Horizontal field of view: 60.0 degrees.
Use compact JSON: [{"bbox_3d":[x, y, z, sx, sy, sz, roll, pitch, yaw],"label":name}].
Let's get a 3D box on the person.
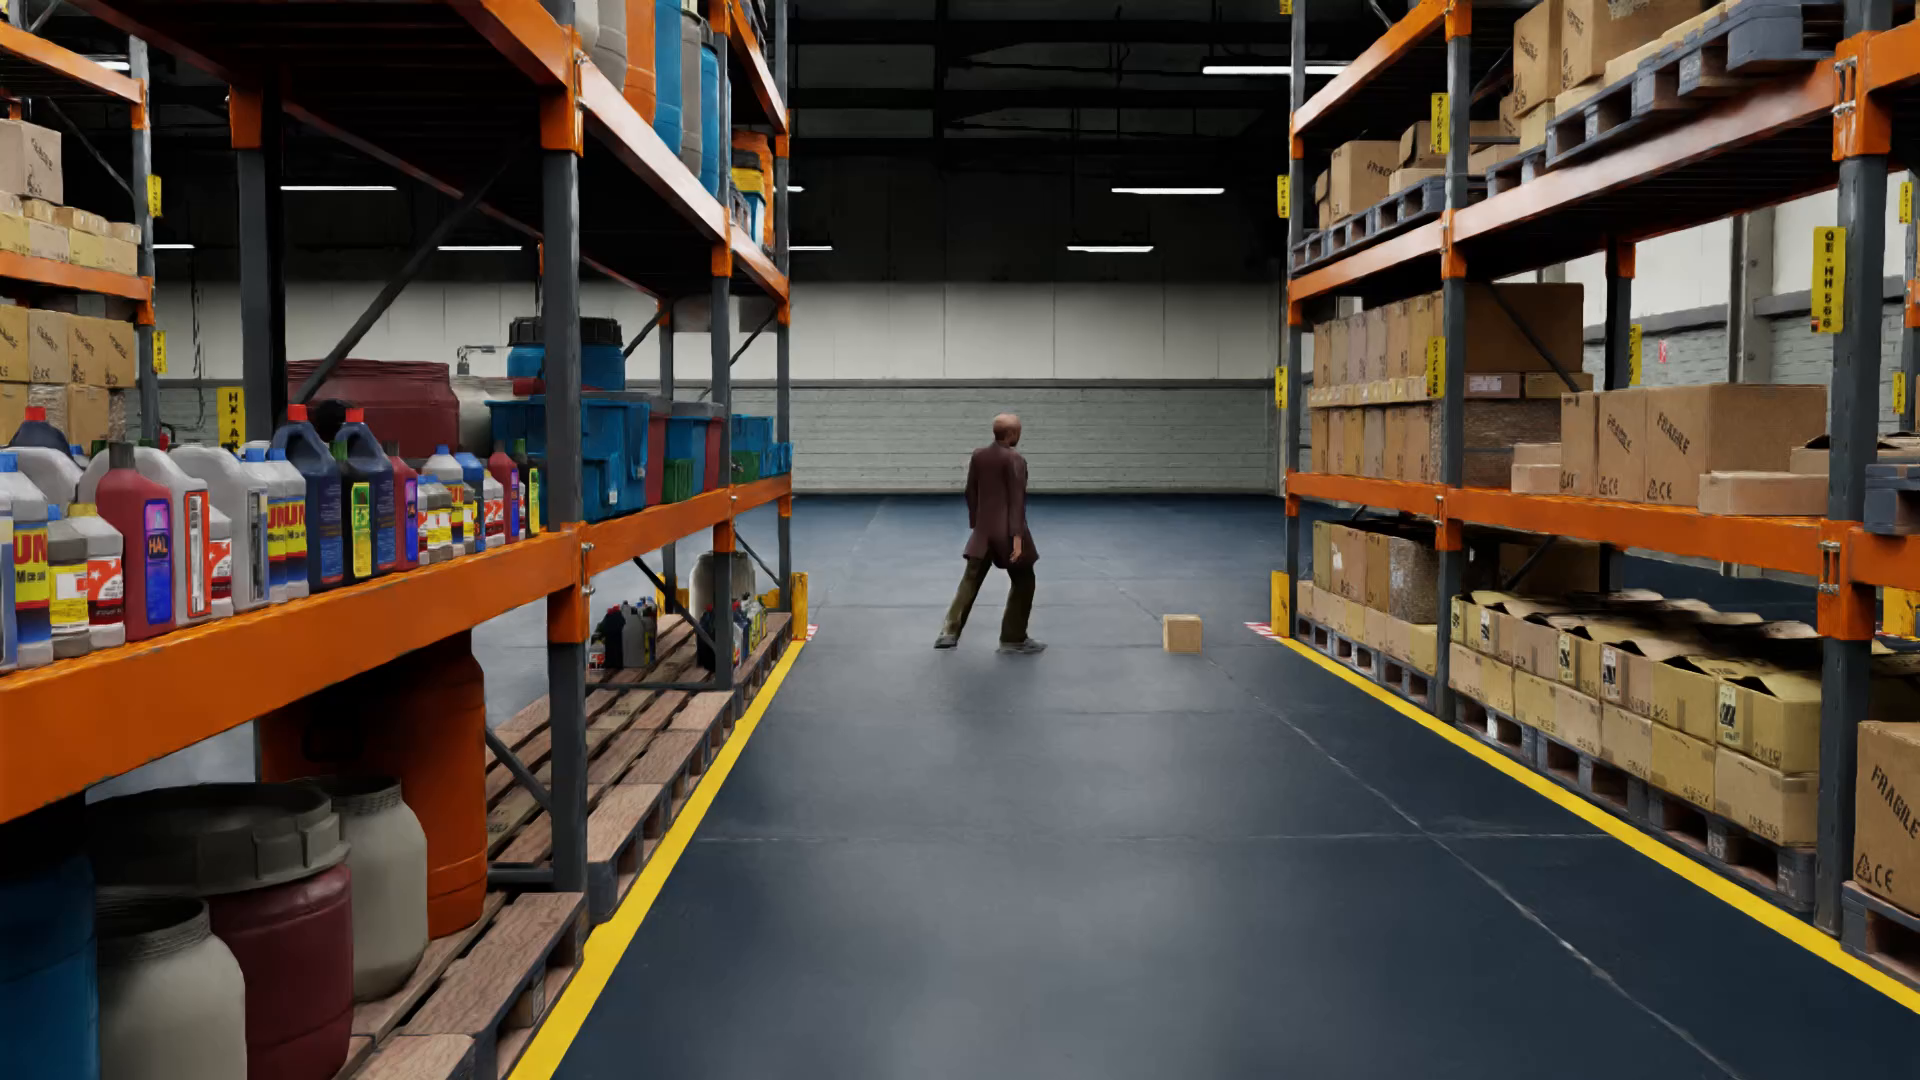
[{"bbox_3d":[0.231,-0.047,12.069,0.701,1.753,0.829,3,5,43],"label":"person"}]
